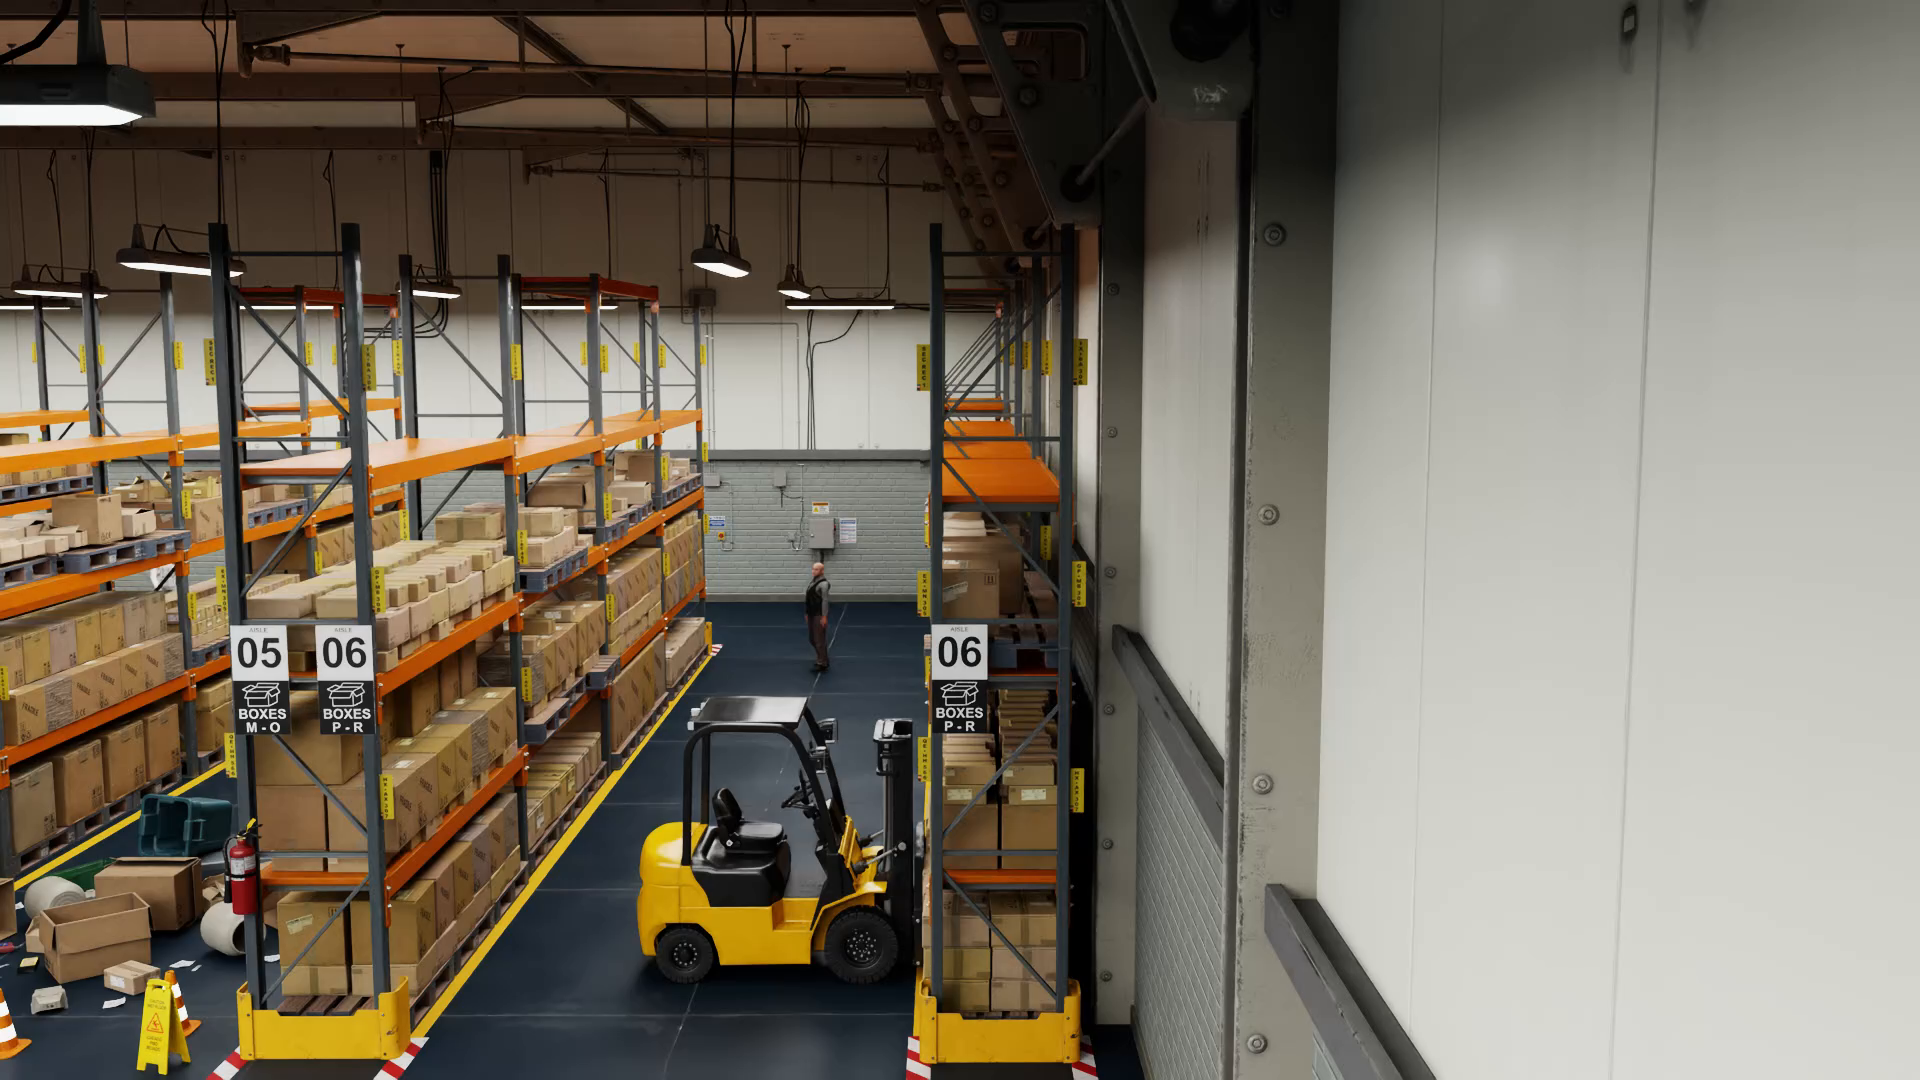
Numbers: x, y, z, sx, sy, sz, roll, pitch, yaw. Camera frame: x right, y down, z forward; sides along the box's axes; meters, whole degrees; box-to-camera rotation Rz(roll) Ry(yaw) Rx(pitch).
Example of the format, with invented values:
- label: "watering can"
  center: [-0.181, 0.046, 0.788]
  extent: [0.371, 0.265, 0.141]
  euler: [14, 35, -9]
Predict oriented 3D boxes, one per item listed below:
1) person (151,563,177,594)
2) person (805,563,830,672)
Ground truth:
- label: "person"
  center: [-14.289, 0.844, 29.948]
  extent: [0.516, 1.628, 0.988]
  euler: [-4, 8, -34]
- label: "person"
  center: [-2.262, 1.217, 26.502]
  extent: [0.381, 1.722, 0.567]
  euler: [-3, 7, -23]
